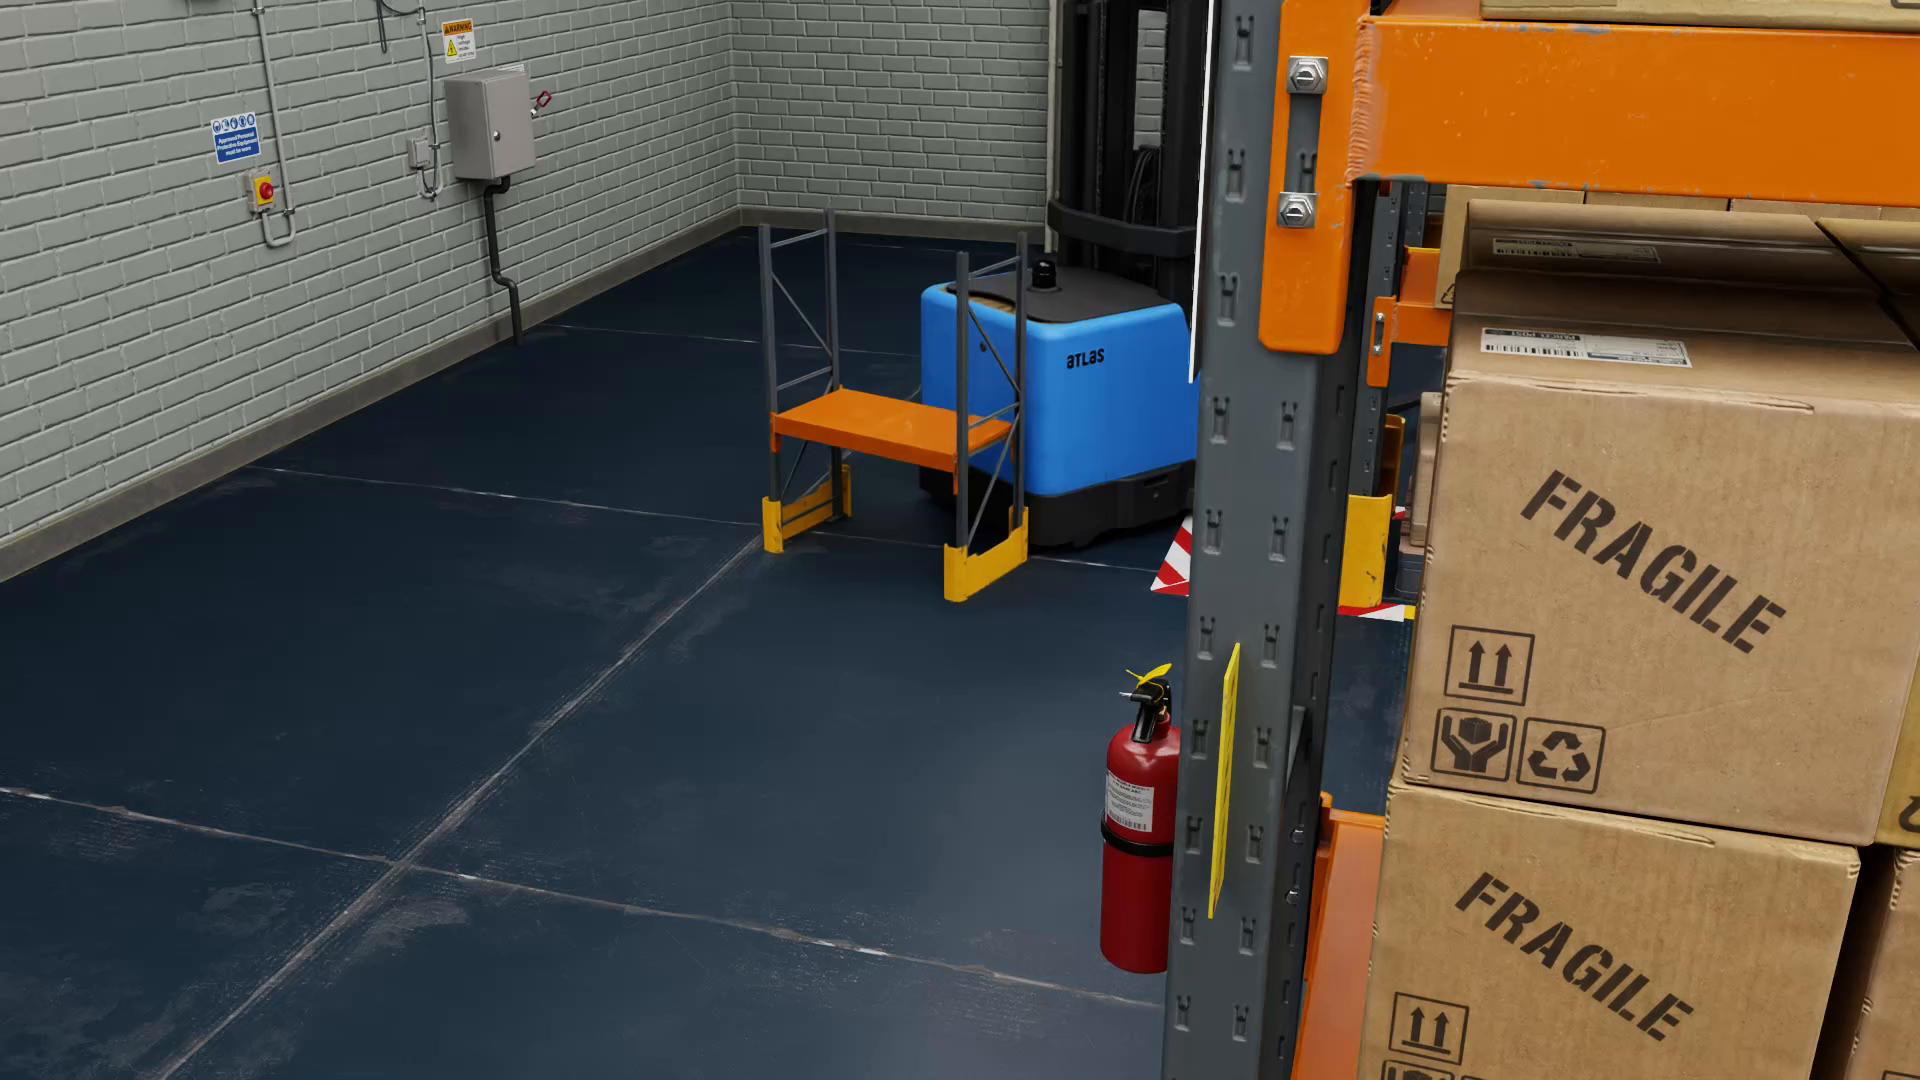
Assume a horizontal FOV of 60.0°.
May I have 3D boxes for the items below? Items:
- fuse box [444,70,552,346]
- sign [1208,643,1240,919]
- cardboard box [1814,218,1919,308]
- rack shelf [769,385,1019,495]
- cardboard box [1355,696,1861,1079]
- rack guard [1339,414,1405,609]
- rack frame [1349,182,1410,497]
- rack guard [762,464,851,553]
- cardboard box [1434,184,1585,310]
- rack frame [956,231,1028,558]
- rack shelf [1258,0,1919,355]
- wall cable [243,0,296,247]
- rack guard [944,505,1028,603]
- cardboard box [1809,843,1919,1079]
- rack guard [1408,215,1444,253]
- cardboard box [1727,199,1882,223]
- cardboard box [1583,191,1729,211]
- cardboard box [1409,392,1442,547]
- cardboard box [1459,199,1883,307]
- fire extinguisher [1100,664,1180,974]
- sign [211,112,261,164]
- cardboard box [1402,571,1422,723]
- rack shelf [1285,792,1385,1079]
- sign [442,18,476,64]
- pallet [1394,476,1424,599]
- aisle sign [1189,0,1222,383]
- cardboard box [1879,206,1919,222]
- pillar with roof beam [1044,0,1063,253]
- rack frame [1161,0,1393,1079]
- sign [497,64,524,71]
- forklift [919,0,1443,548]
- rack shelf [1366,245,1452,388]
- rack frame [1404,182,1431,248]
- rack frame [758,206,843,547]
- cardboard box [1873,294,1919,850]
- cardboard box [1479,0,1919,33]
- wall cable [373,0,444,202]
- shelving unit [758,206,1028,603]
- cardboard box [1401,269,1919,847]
[{"bbox_3d":[-2.855,-2.080,10.585,0.414,1.711,0.539,7,23,16],"label":"fuse box"},{"bbox_3d":[0.314,0.287,1.976,0.005,0.325,0.100,7,23,16],"label":"sign"},{"bbox_3d":[1.466,-0.140,2.319,0.500,0.500,0.500,6,23,14],"label":"cardboard box"},{"bbox_3d":[-0.290,-0.459,7.386,1.000,0.185,0.538,14,26,31],"label":"rack shelf"},{"bbox_3d":[0.821,0.456,2.181,0.500,0.500,0.500,8,24,18],"label":"cardboard box"},{"bbox_3d":[1.781,-0.165,7.514,0.348,0.500,1.175,7,23,16],"label":"rack guard"},{"bbox_3d":[1.804,-1.319,7.033,0.127,3.000,1.000,7,23,16],"label":"rack frame"},{"bbox_3d":[-0.713,-0.153,7.813,0.087,0.250,0.587,14,26,31],"label":"rack guard"},{"bbox_3d":[2.181,-1.208,6.631,0.500,0.500,0.500,6,23,15],"label":"cardboard box"},{"bbox_3d":[0.135,-0.519,7.059,0.032,1.500,0.500,14,26,31],"label":"rack frame"},{"bbox_3d":[2.386,-0.345,1.654,4.000,0.370,1.077,7,23,16],"label":"rack shelf"},{"bbox_3d":[-3.601,-2.413,8.320,0.123,1.953,0.585,7,23,16],"label":"wall cable"},{"bbox_3d":[0.119,0.055,7.306,0.087,0.250,0.587,14,26,31],"label":"rack guard"},{"bbox_3d":[1.341,0.506,2.061,0.500,0.500,0.500,7,23,16],"label":"cardboard box"},{"bbox_3d":[3.307,-1.958,11.884,0.348,0.500,1.175,7,23,16],"label":"rack guard"},{"bbox_3d":[3.155,-1.101,6.369,0.500,0.500,0.500,6,23,15],"label":"cardboard box"},{"bbox_3d":[2.673,-1.163,6.521,0.500,0.500,0.500,6,23,15],"label":"cardboard box"},{"bbox_3d":[2.465,-0.292,7.351,0.875,0.438,0.875,6,23,14],"label":"cardboard box"},{"bbox_3d":[0.981,-0.196,2.454,0.500,0.500,0.500,6,23,14],"label":"cardboard box"},{"bbox_3d":[0.363,0.504,3.183,0.183,0.674,0.296,7,23,16],"label":"fire extinguisher"},{"bbox_3d":[-3.674,-2.043,8.441,0.001,0.218,0.327,7,23,16],"label":"sign"},{"bbox_3d":[0.975,0.263,2.654,0.500,0.500,0.500,7,23,17],"label":"cardboard box"},{"bbox_3d":[2.386,1.043,2.223,4.000,0.370,1.077,7,23,16],"label":"rack shelf"},{"bbox_3d":[-3.069,-3.060,10.190,0.001,0.242,0.339,7,23,16],"label":"sign"},{"bbox_3d":[2.592,0.031,7.418,1.213,0.211,1.003,7,23,16],"label":"pallet"},{"bbox_3d":[0.314,-0.611,1.882,0.004,0.787,0.394,7,23,16],"label":"aisle sign"},{"bbox_3d":[3.639,-1.052,6.250,0.500,0.500,0.500,7,23,17],"label":"cardboard box"},{"bbox_3d":[-0.330,-4.957,7.998,0.400,9.000,9.100,7,23,16],"label":"pillar with roof beam"},{"bbox_3d":[0.470,0.492,2.618,0.053,2.616,0.949,7,23,16],"label":"rack frame"},{"bbox_3d":[-2.910,-2.834,10.851,0.001,0.494,0.329,7,23,16],"label":"sign"},{"bbox_3d":[1.291,-1.743,8.158,3.031,2.935,1.130,-15,27,-33],"label":"forklift"},{"bbox_3d":[3.719,-0.767,6.635,4.000,0.370,1.077,7,23,16],"label":"rack shelf"},{"bbox_3d":[3.234,-3.123,11.430,0.127,3.000,1.000,7,23,16],"label":"rack frame"},{"bbox_3d":[-0.714,-0.731,7.576,0.032,1.500,0.500,14,26,31],"label":"rack frame"},{"bbox_3d":[1.309,0.043,1.872,0.500,0.500,0.500,7,23,17],"label":"cardboard box"},{"bbox_3d":[0.827,-0.686,1.734,0.500,0.250,0.500,7,23,17],"label":"cardboard box"},{"bbox_3d":[-3.203,-2.915,9.585,0.122,1.984,0.588,7,23,16],"label":"wall cable"},{"bbox_3d":[-0.297,-0.627,7.322,1.083,1.500,0.587,14,26,31],"label":"shelving unit"},{"bbox_3d":[0.824,-0.010,2.001,0.500,0.500,0.500,6,23,15],"label":"cardboard box"}]
